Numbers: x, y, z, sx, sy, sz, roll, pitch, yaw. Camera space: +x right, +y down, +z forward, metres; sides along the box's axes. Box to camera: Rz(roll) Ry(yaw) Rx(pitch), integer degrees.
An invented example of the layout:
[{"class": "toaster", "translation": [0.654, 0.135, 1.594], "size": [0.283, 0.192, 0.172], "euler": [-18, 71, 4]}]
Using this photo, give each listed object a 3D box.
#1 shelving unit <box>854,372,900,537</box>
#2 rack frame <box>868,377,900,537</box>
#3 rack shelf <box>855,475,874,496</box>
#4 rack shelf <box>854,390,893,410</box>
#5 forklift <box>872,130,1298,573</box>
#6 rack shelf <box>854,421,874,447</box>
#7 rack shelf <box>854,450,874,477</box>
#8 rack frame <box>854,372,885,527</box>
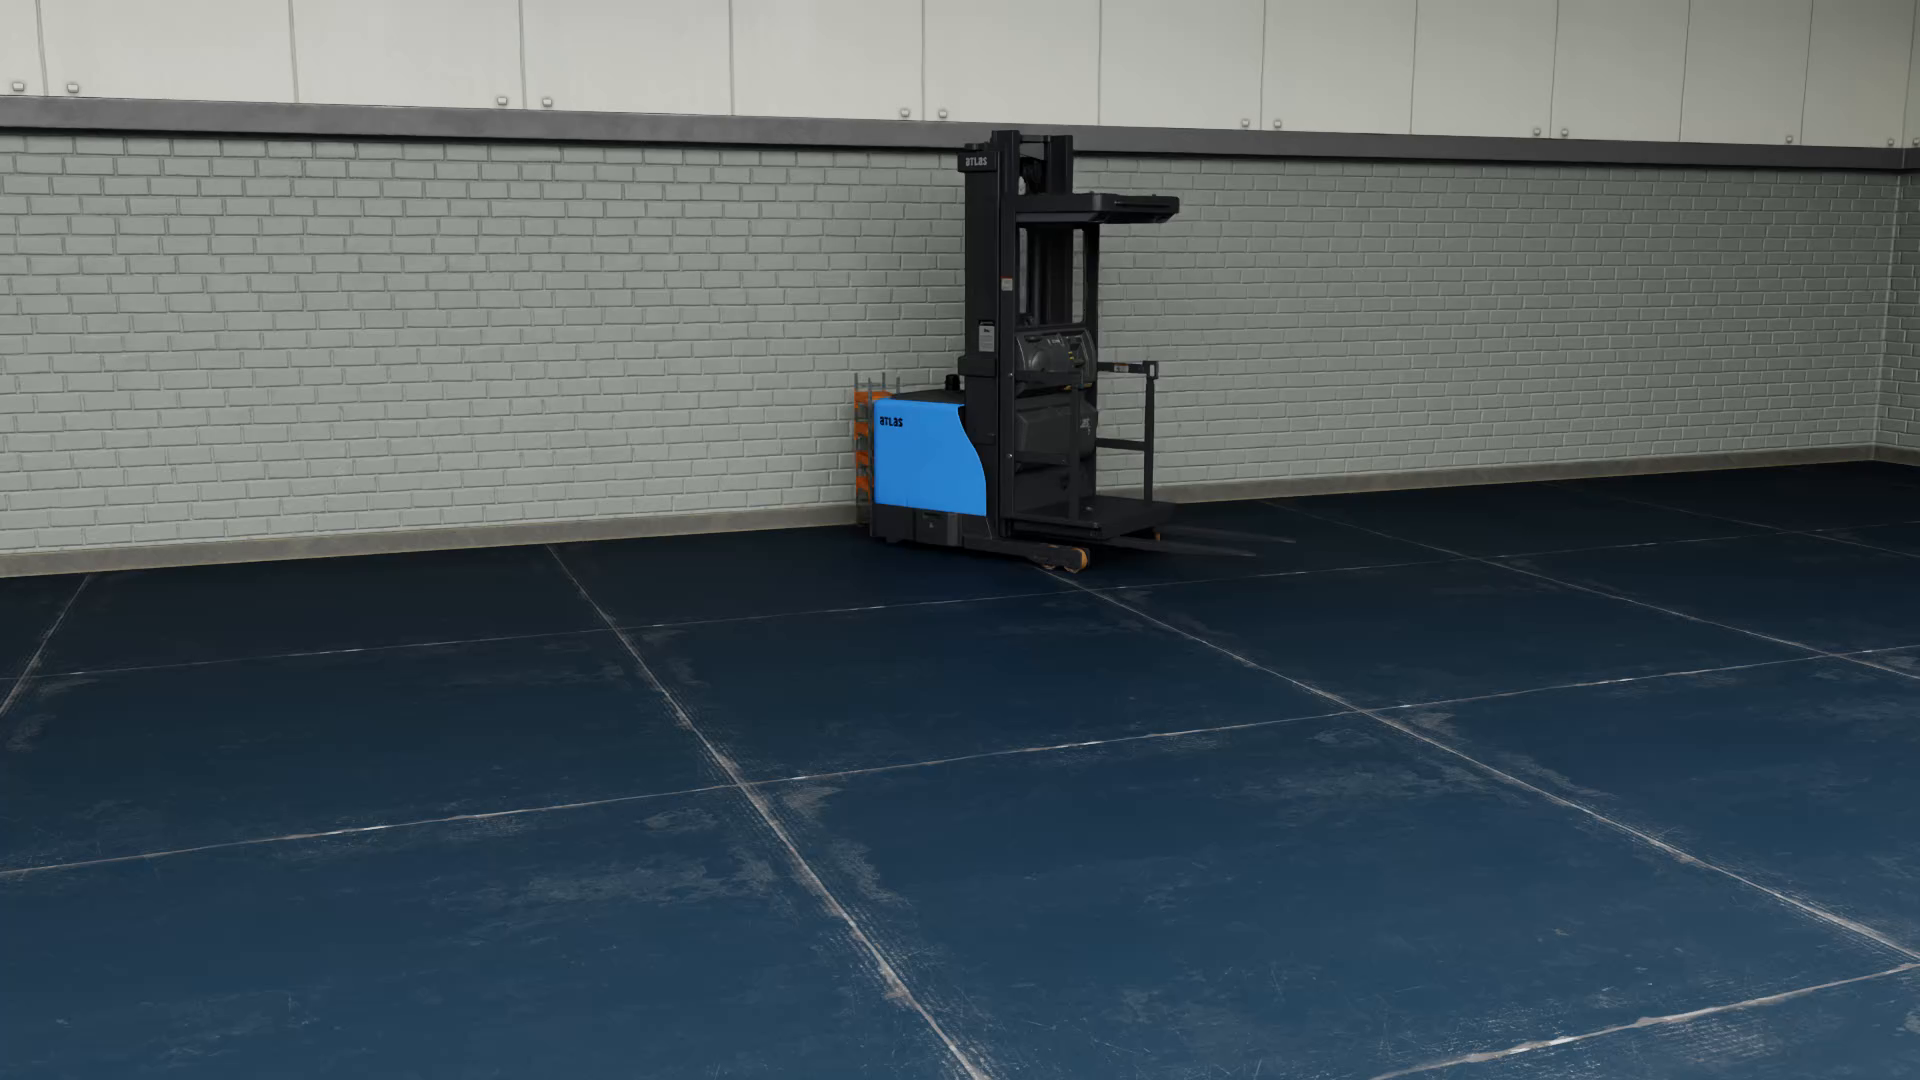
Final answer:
[{"class": "shelving unit", "translation": [-0.630, -0.659, 12.701], "size": [0.258, 1.200, 0.503], "euler": [-3, 10, -15]}, {"class": "rack frame", "translation": [-0.565, -0.618, 12.469], "size": [0.240, 1.200, 0.015], "euler": [-3, 10, -15]}, {"class": "rack shelf", "translation": [-0.630, -0.398, 12.747], "size": [0.258, 0.148, 0.480], "euler": [-3, 10, -15]}, {"class": "rack shelf", "translation": [-0.630, -1.046, 12.632], "size": [0.258, 0.148, 0.480], "euler": [-3, 10, -15]}, {"class": "forklift", "translation": [0.843, -1.328, 11.519], "size": [3.031, 2.935, 1.130], "euler": [7, 12, 36]}, {"class": "rack shelf", "translation": [-0.630, -0.813, 12.673], "size": [0.258, 0.148, 0.480], "euler": [-3, 10, -15]}, {"class": "rack shelf", "translation": [-0.630, -0.593, 12.712], "size": [0.258, 0.148, 0.480], "euler": [-3, 10, -15]}, {"class": "rack frame", "translation": [-0.696, -0.700, 12.932], "size": [0.240, 1.200, 0.015], "euler": [-3, 10, -15]}]
